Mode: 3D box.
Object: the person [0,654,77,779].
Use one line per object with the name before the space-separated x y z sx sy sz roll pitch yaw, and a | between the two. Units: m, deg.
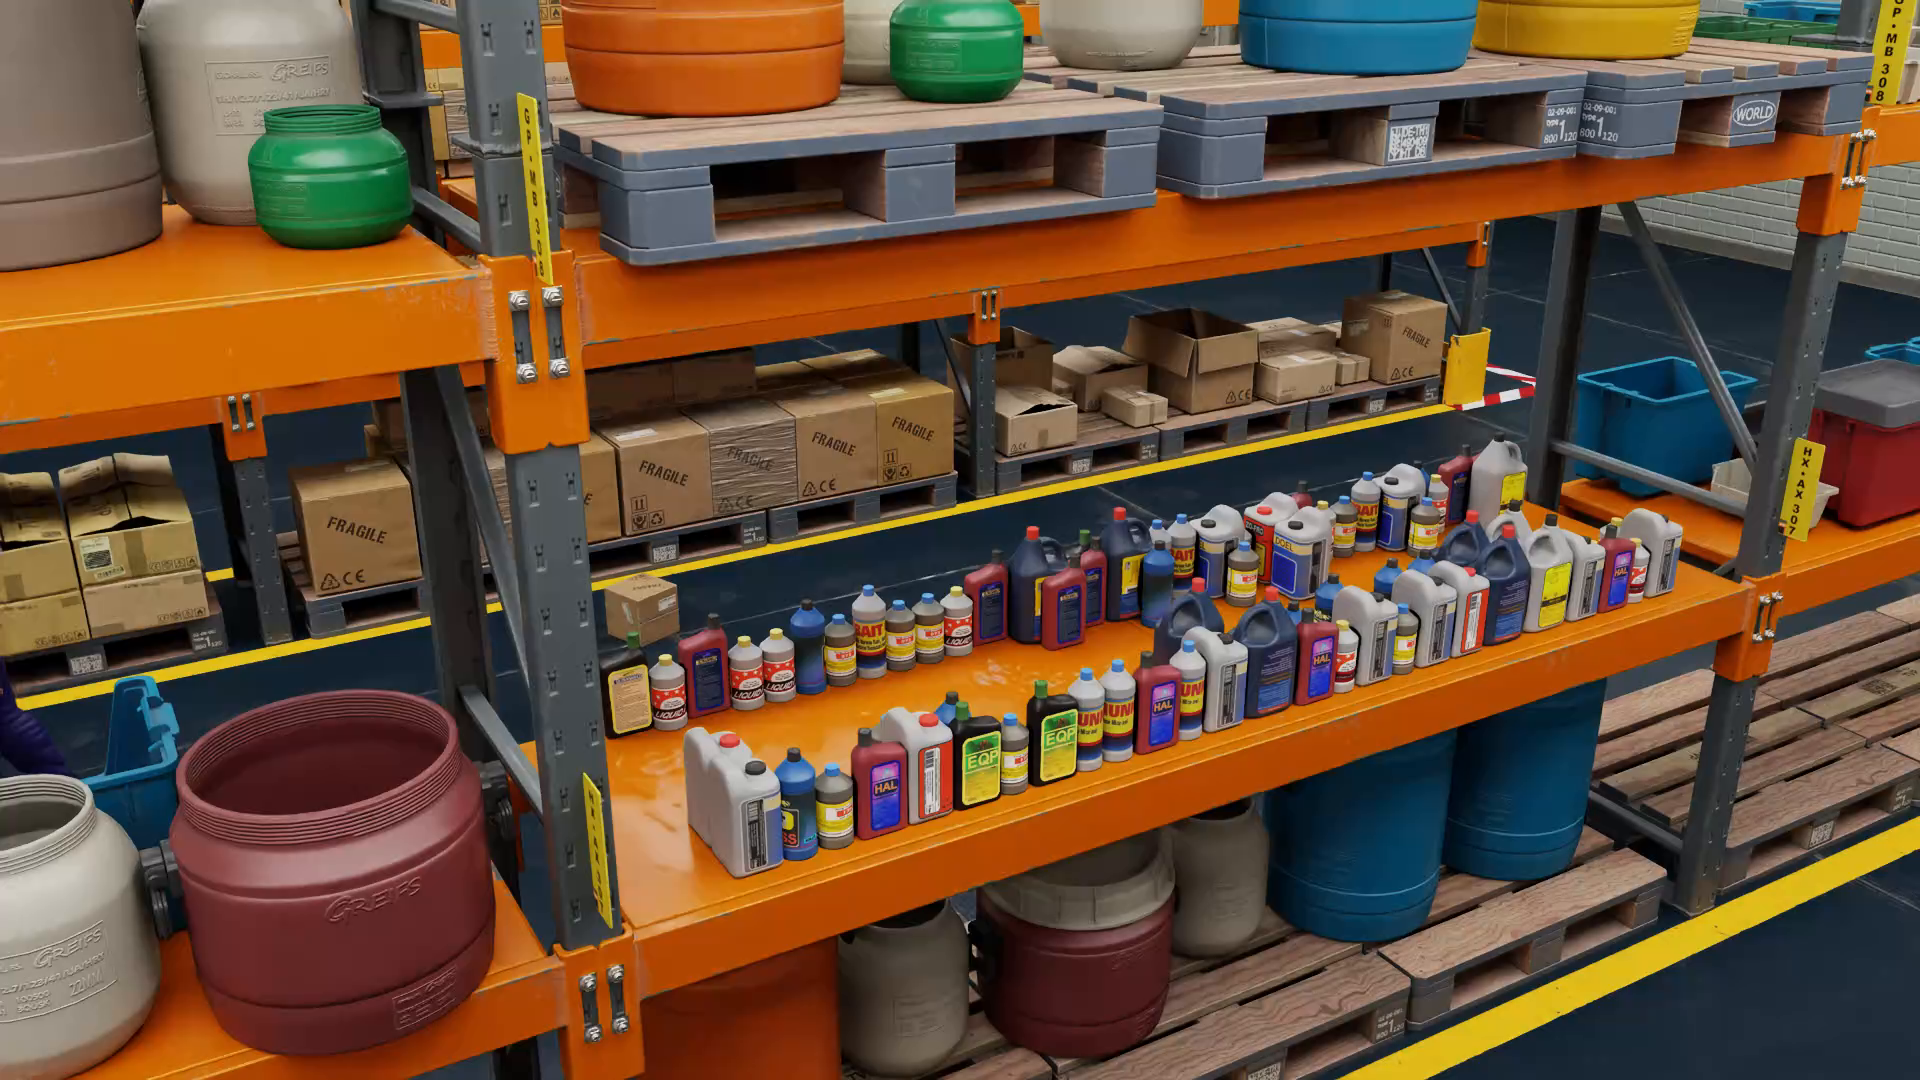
person | -3.792 0.422 6.023 0.907 1.613 0.500 -11 24 -25
